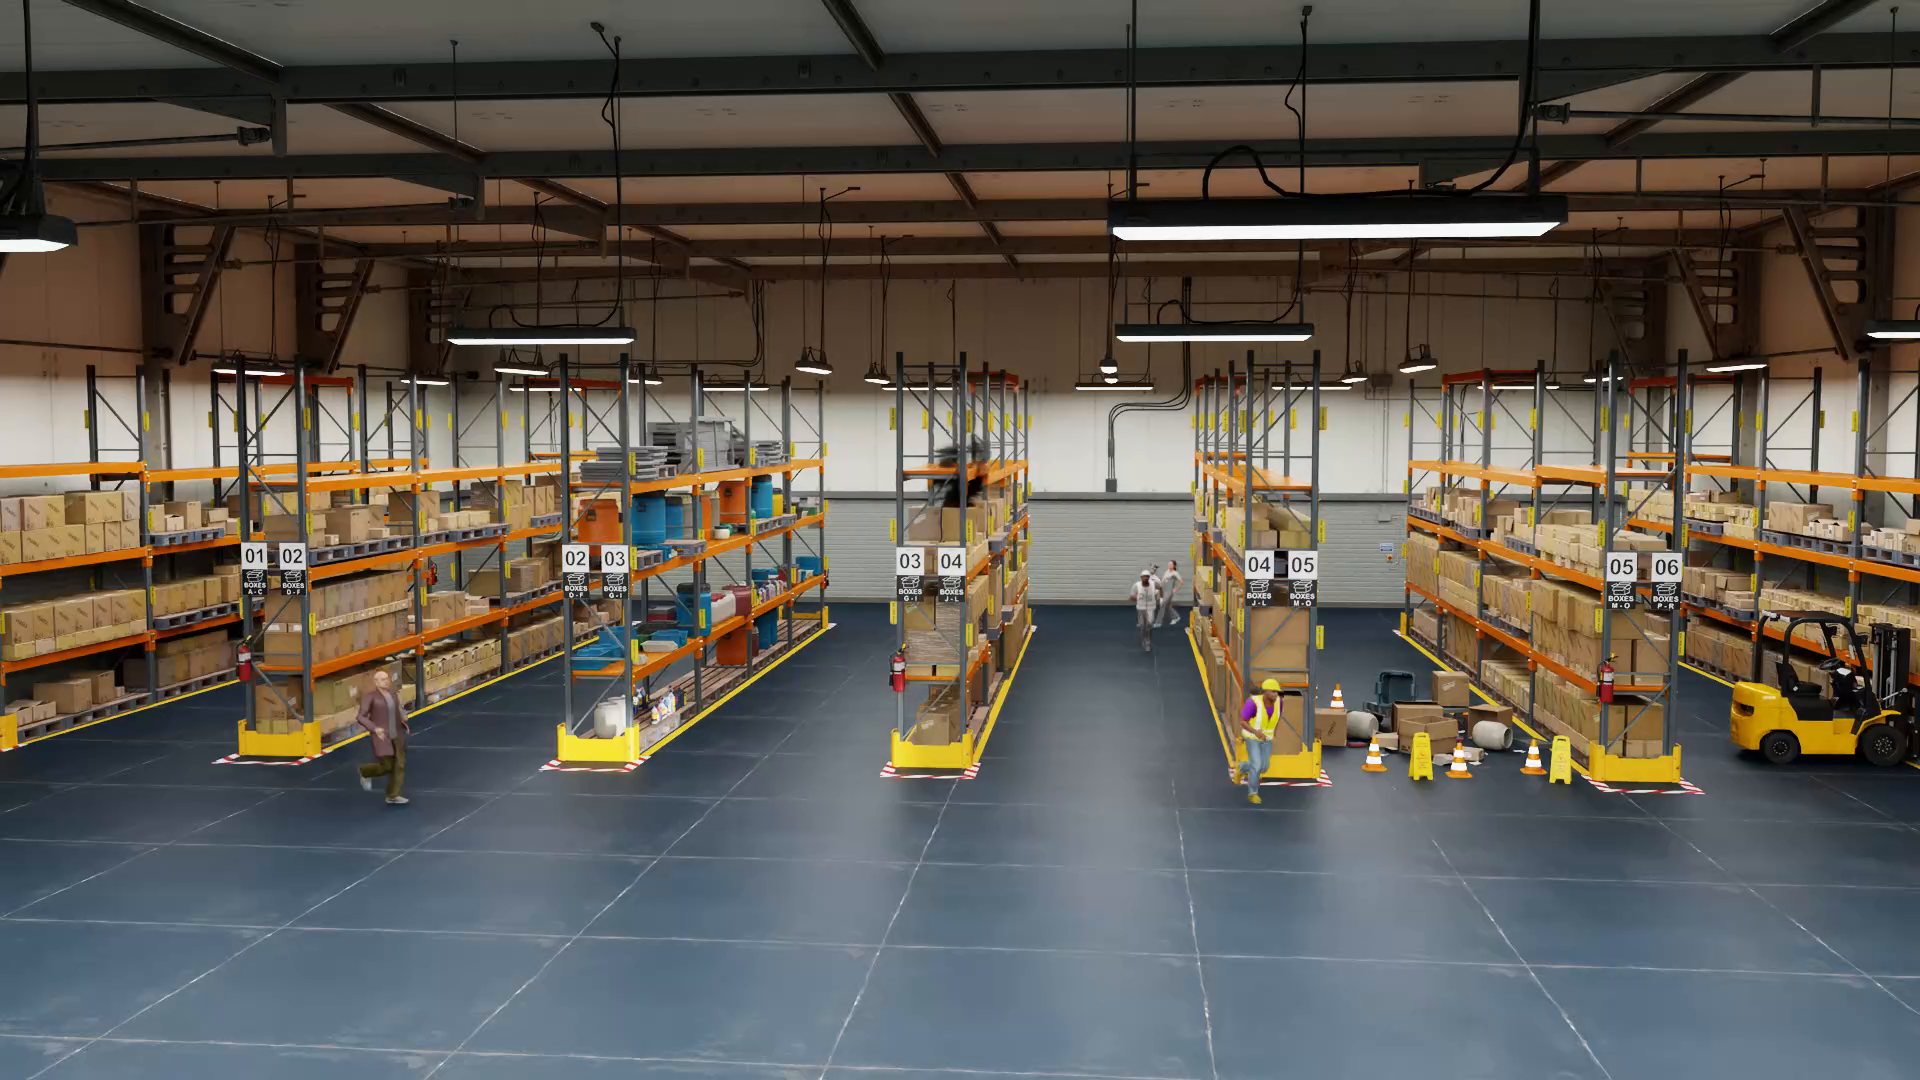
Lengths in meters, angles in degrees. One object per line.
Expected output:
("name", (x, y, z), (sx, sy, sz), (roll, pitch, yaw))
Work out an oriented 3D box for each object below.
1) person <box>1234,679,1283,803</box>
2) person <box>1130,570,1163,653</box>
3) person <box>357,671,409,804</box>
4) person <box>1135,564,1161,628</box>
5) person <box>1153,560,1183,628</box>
("person", (3.956, 2.626, 21.993), (0.718, 1.672, 0.869), (-2, 4, -25))
("person", (4.070, 1.541, 36.296), (0.714, 1.789, 0.843), (0, 4, 5))
("person", (-7.565, 2.591, 21.883), (0.825, 1.737, 0.726), (2, 5, 31))
("person", (4.499, 1.354, 40.096), (0.445, 1.600, 0.777), (-3, 5, -39))
("person", (5.060, 1.301, 40.281), (0.905, 1.633, 0.628), (-2, 5, -25))
